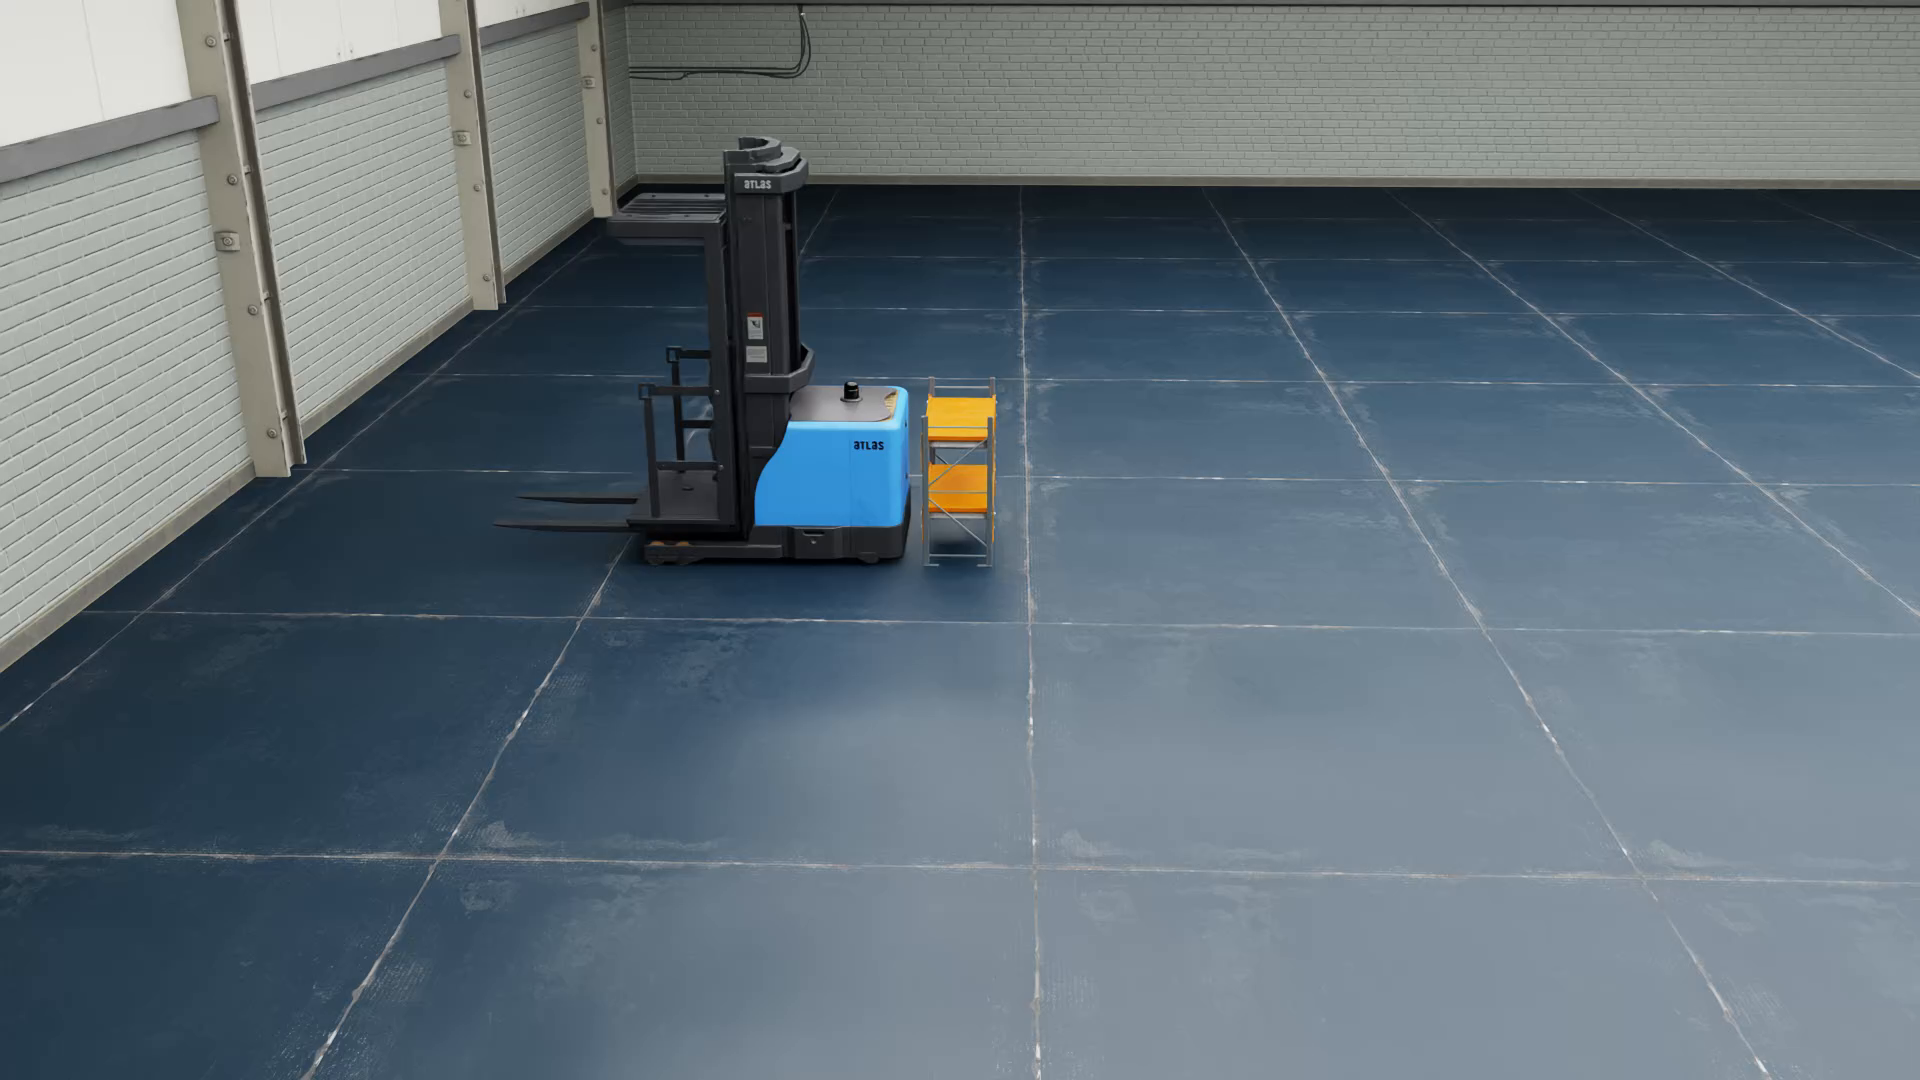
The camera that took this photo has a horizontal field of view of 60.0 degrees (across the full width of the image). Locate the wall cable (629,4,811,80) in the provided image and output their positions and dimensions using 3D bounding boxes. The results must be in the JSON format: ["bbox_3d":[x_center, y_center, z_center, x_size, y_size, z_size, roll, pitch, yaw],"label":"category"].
[{"bbox_3d":[-3.980,-8.736,26.896,3.097,2.526,0.112,1,21,2],"label":"wall cable"}]

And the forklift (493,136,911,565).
[{"bbox_3d":[-1.906,-1.375,12.020,3.031,2.935,1.130,1,21,2],"label":"forklift"}]

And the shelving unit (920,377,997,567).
[{"bbox_3d":[0.000,-0.522,12.319,0.538,1.125,1.048,1,21,2],"label":"shelving unit"}]

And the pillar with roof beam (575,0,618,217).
[{"bbox_3d":[-1.089,-9.086,23.505,9.100,9.000,0.400,1,21,2],"label":"pillar with roof beam"}]

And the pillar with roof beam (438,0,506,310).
[{"bbox_3d":[-1.271,-6.916,17.914,9.100,9.000,0.400,1,21,2],"label":"pillar with roof beam"}]

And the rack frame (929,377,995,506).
[{"bbox_3d":[0.015,-0.706,12.793,0.500,1.125,0.032,1,21,2],"label":"rack frame"}]

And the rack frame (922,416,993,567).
[{"bbox_3d":[-0.016,-0.338,11.845,0.500,1.125,0.032,1,21,2],"label":"rack frame"}]

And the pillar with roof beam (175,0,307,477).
[{"bbox_3d":[-1.454,-4.747,12.323,9.100,9.000,0.400,1,21,2],"label":"pillar with roof beam"}]

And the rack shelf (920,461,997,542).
[{"bbox_3d":[0.000,-0.294,12.408,0.538,0.278,1.000,1,21,2],"label":"rack shelf"}]

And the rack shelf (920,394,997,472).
[{"bbox_3d":[0.000,-0.795,12.213,0.538,0.278,1.000,1,21,2],"label":"rack shelf"}]
